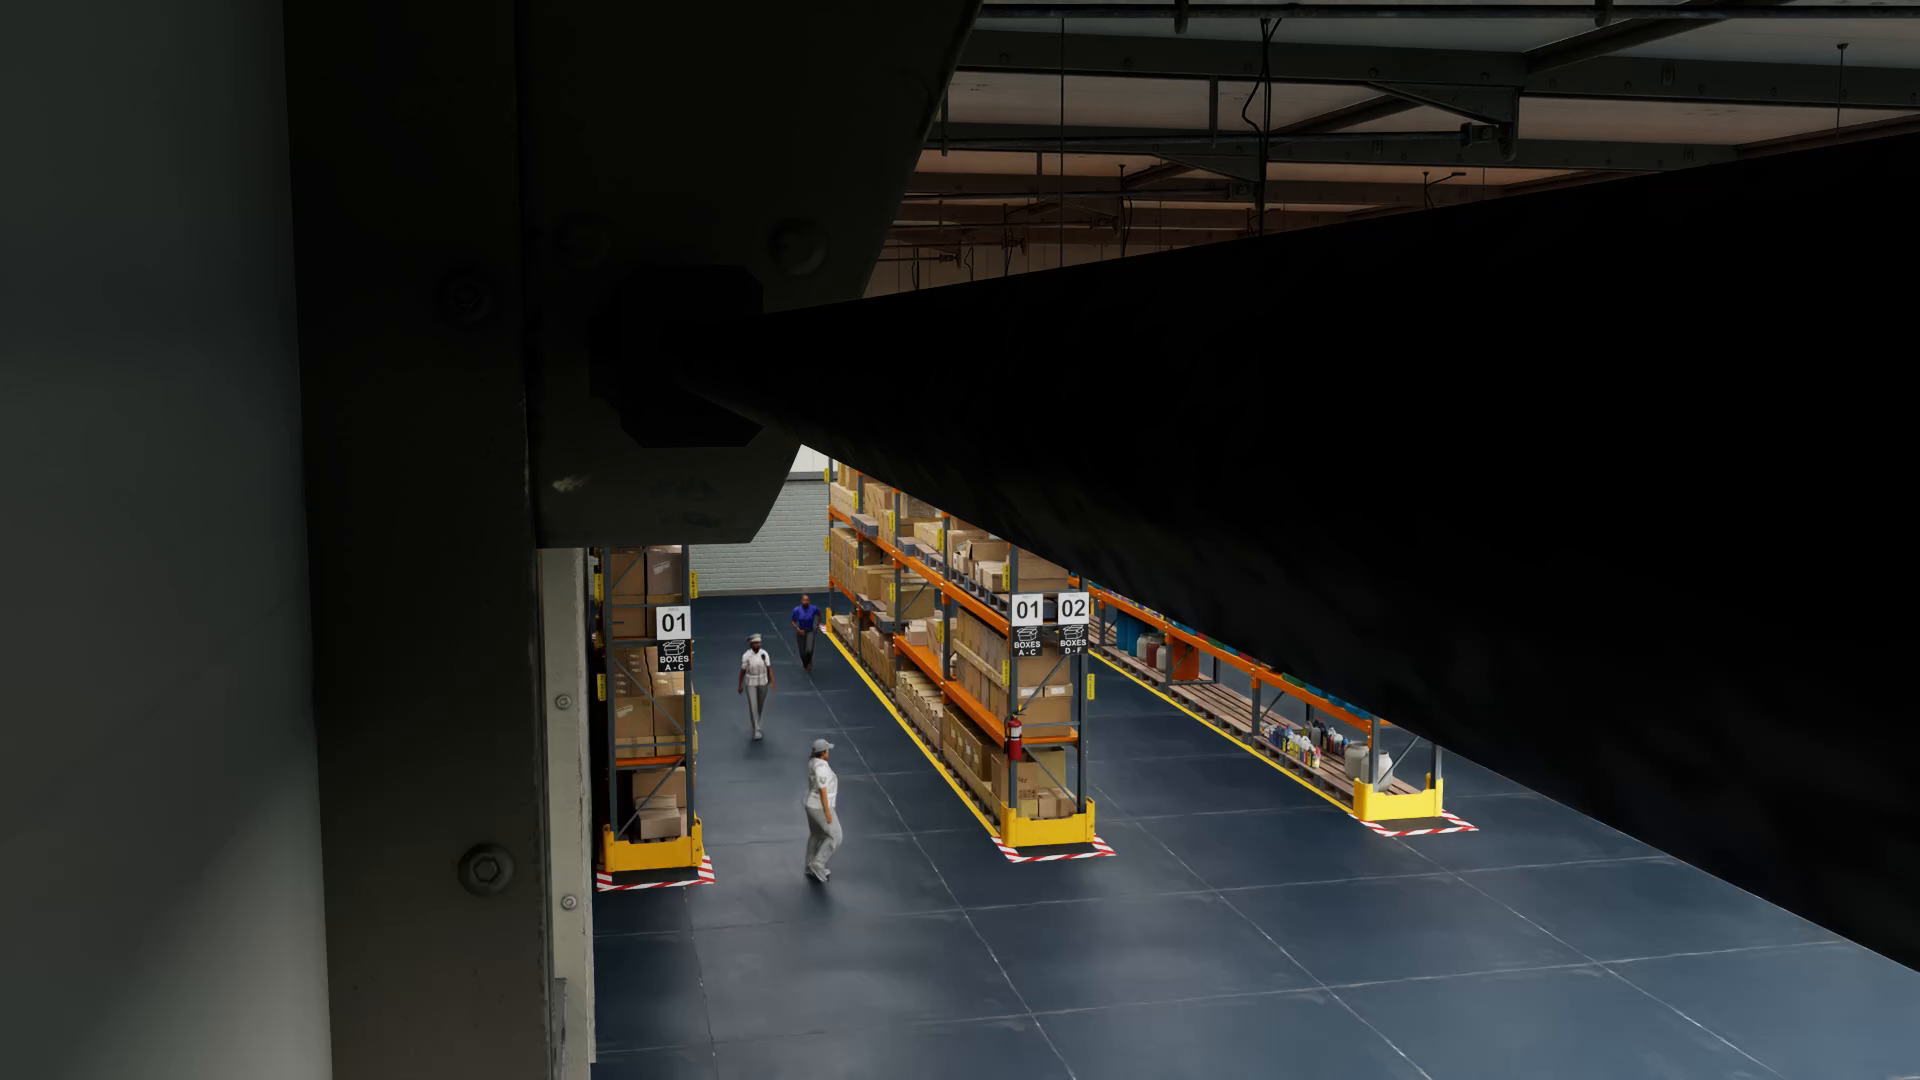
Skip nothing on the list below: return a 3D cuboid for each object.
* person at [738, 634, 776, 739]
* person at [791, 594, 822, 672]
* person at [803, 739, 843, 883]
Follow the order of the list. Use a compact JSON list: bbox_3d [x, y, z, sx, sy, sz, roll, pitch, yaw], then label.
[{"bbox_3d":[-3.277,2.315,26.845,0.528,1.629,1.047,-3,7,-21],"label":"person"},{"bbox_3d":[-2.930,1.787,31.784,0.582,1.570,0.742,0,7,-3],"label":"person"},{"bbox_3d":[-1.630,3.179,19.659,0.433,1.686,0.497,-1,7,-11],"label":"person"}]
